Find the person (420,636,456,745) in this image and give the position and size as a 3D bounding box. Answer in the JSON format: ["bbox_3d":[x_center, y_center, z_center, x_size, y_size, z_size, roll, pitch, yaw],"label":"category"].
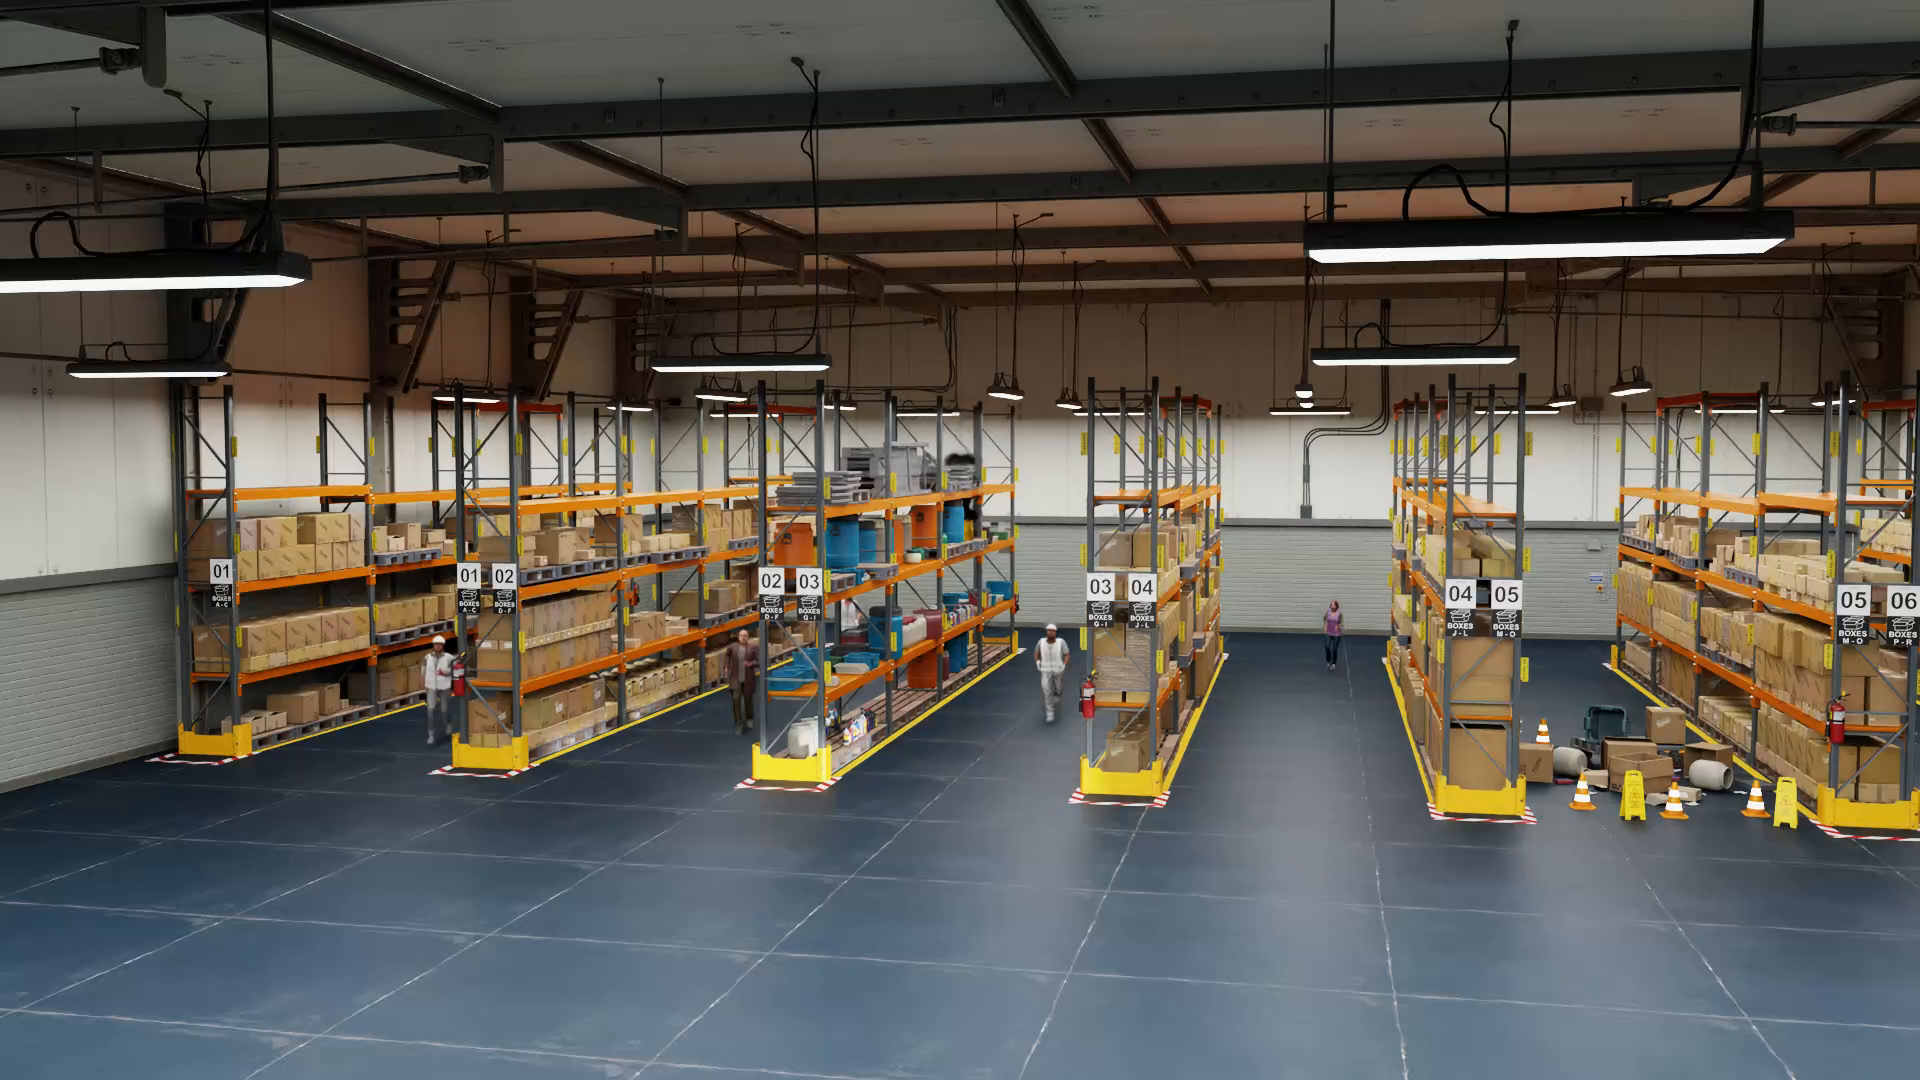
[{"bbox_3d":[-8.841,2.513,28.245,0.641,1.788,0.966,0,3,-7],"label":"person"}]

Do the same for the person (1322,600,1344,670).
[{"bbox_3d":[8.310,2.129,37.102,0.512,1.573,0.635,1,3,19],"label":"person"}]

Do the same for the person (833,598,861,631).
[{"bbox_3d":[-2.594,1.994,38.232,0.649,1.758,0.656,0,3,-1],"label":"person"}]

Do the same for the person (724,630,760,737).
[{"bbox_3d":[-3.800,2.482,29.191,0.694,1.837,0.936,0,3,-1],"label":"person"}]

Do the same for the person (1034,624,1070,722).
[{"bbox_3d":[1.698,2.432,30.749,0.666,1.758,0.987,0,3,2],"label":"person"}]
